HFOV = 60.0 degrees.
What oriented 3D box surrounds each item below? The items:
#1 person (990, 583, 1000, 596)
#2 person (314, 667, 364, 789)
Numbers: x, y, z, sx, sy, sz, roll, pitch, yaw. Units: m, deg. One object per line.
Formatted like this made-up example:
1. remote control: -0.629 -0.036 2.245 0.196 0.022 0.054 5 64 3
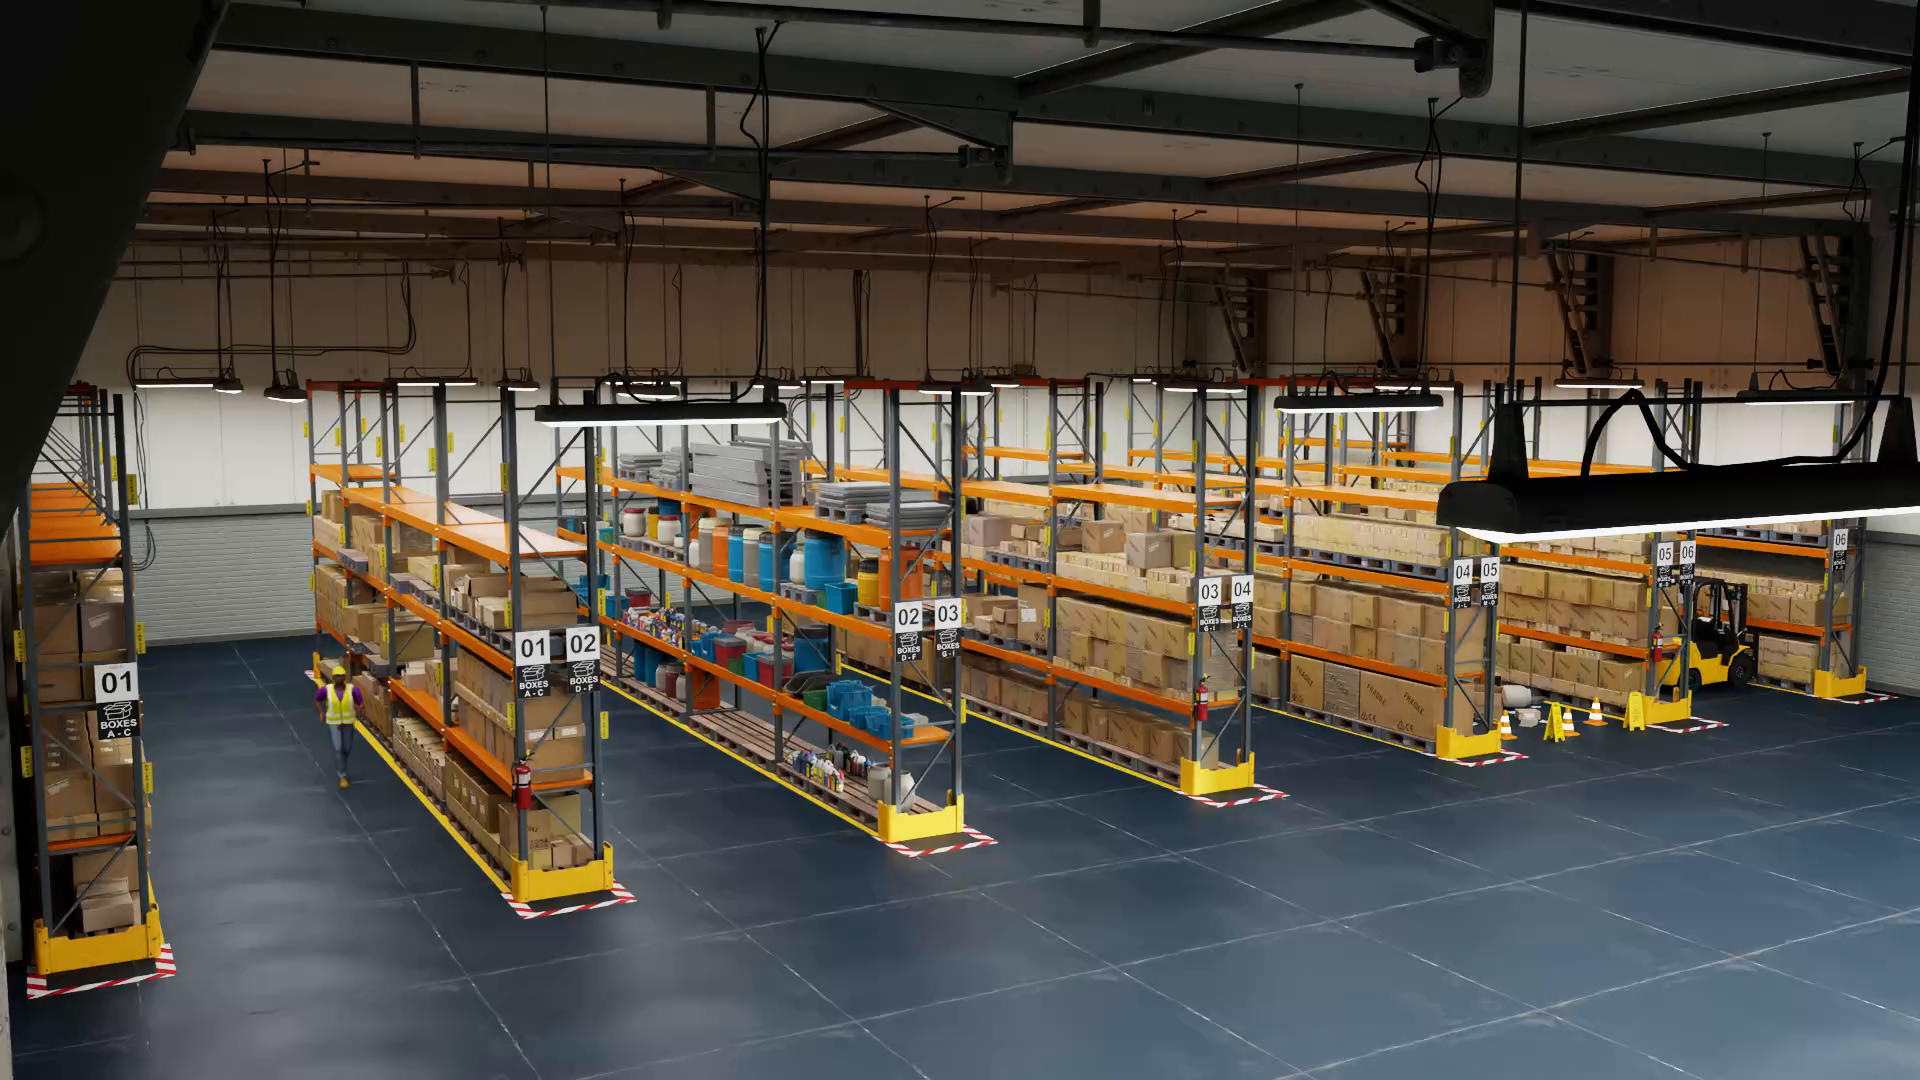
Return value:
1. person: 0.766 0.864 43.241 0.632 1.853 0.778 4 7 31
2. person: -9.358 2.784 25.130 0.700 1.772 0.962 -3 7 -27
